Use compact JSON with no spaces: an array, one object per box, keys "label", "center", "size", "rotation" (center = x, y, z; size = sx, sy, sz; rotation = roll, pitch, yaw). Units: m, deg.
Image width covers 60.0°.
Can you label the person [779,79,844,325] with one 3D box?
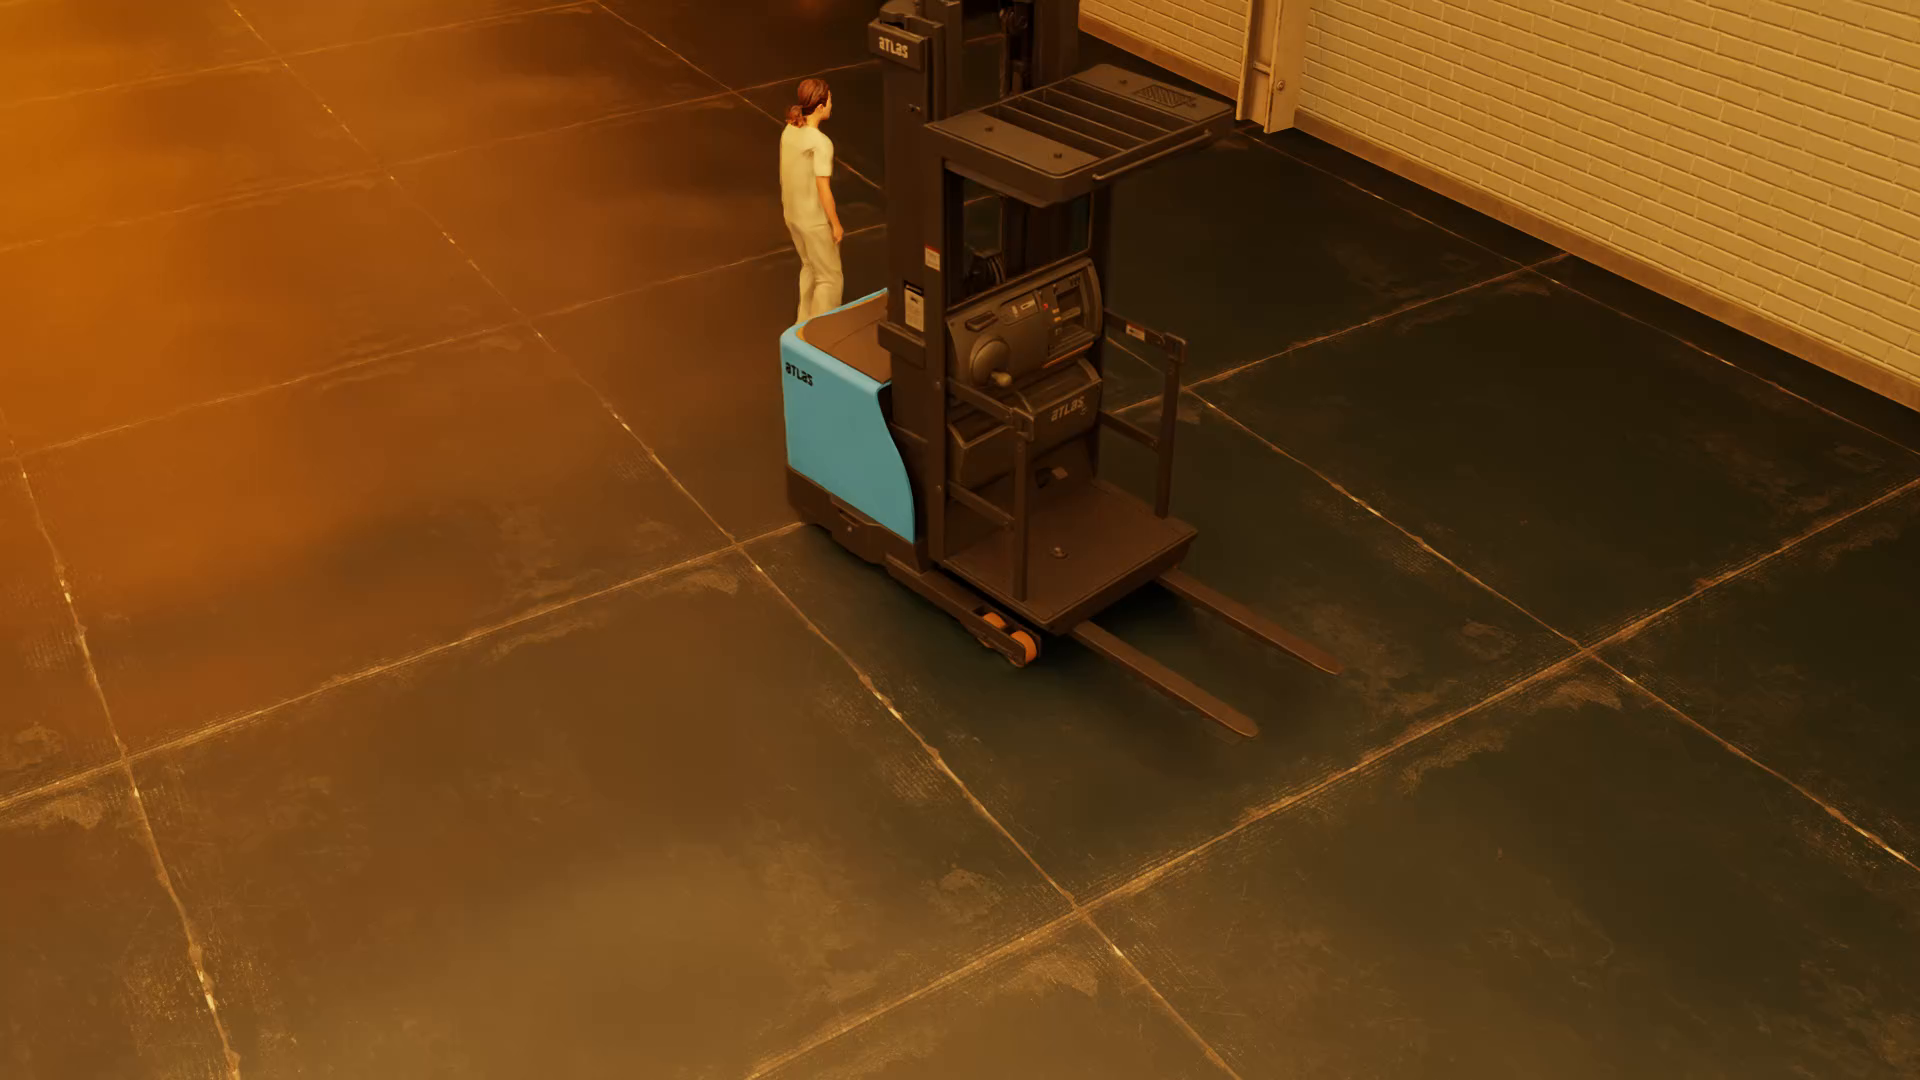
[{"label":"person","center":[-0.859,-1.937,10.002],"size":[0.369,1.670,0.540],"rotation":[-23,41,-29]}]

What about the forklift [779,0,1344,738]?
[{"label":"forklift","center":[0.452,-0.938,7.482],"size":[1.130,2.935,3.031],"rotation":[-28,44,-34]}]
